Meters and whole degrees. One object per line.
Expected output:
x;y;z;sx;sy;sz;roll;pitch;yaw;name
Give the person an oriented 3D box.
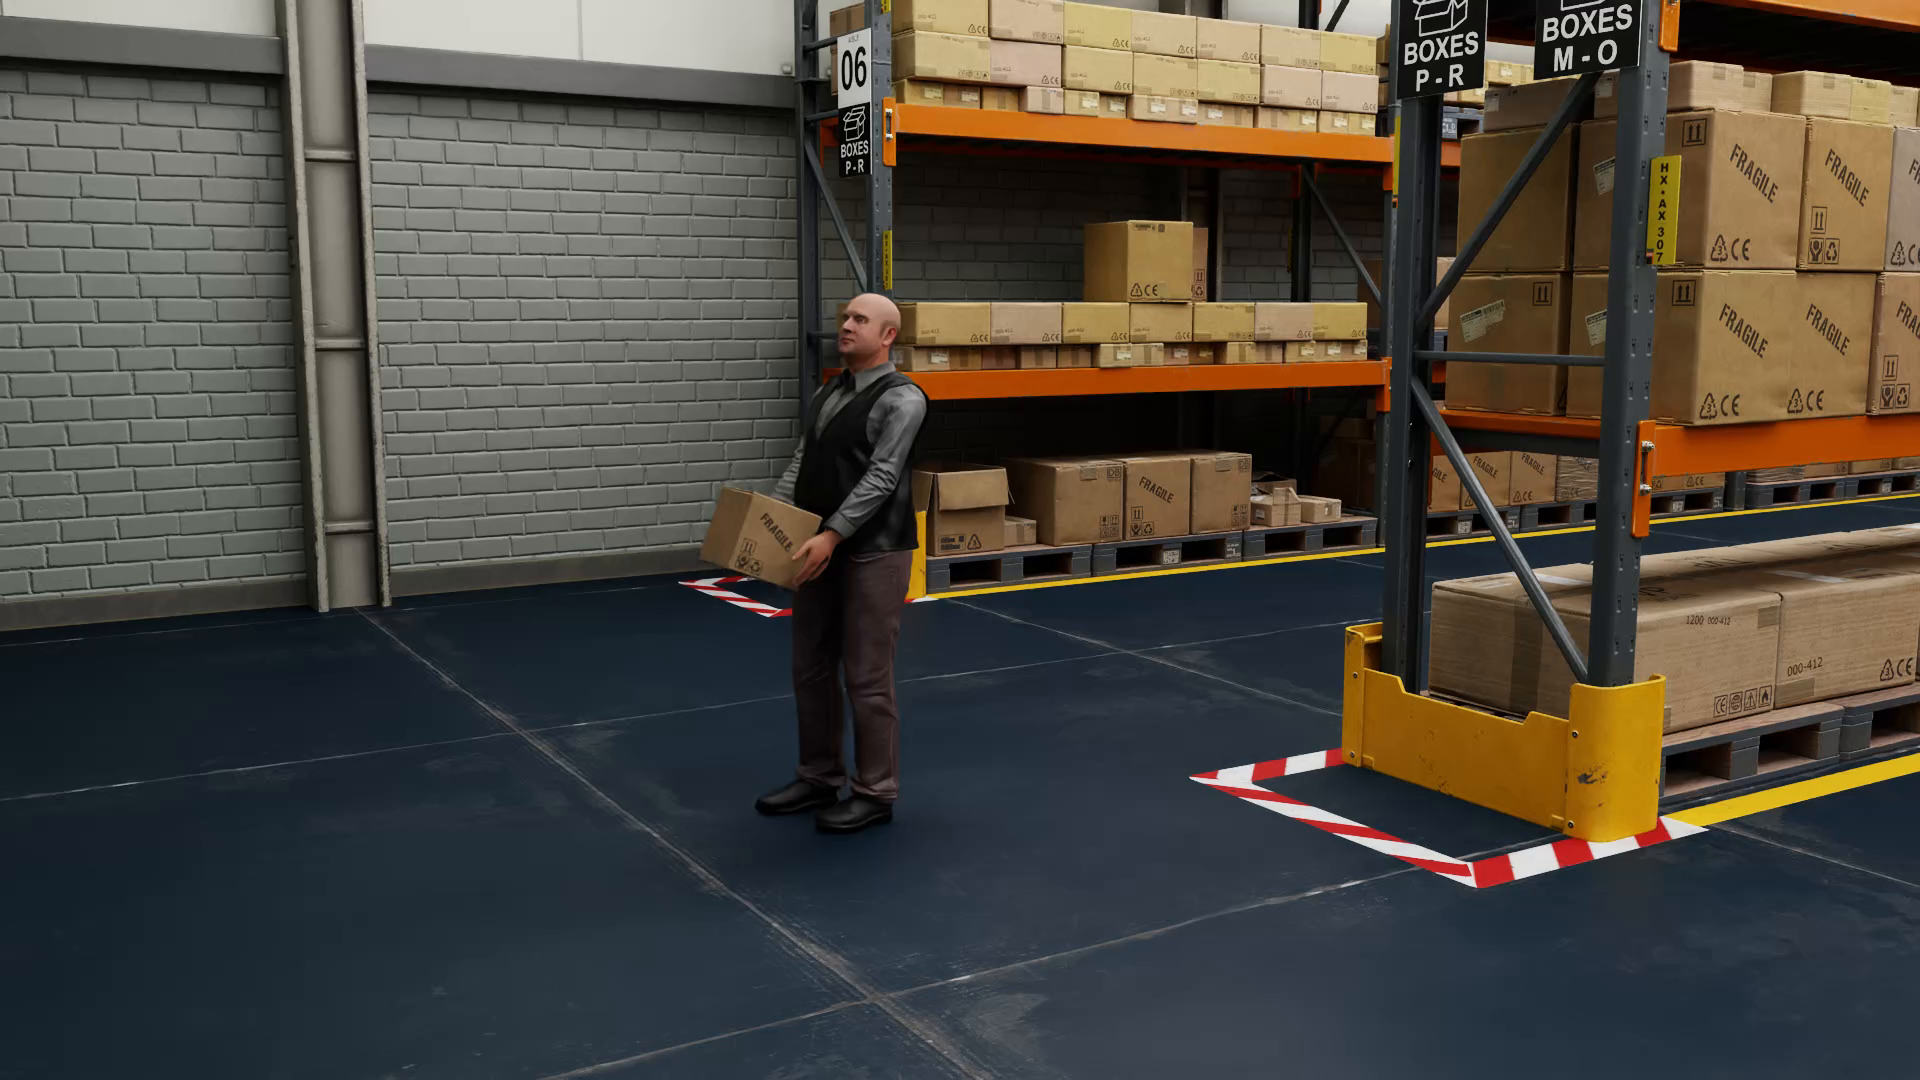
-0.413;0.072;5.387;0.527;1.724;0.532;-7;11;-42;person
